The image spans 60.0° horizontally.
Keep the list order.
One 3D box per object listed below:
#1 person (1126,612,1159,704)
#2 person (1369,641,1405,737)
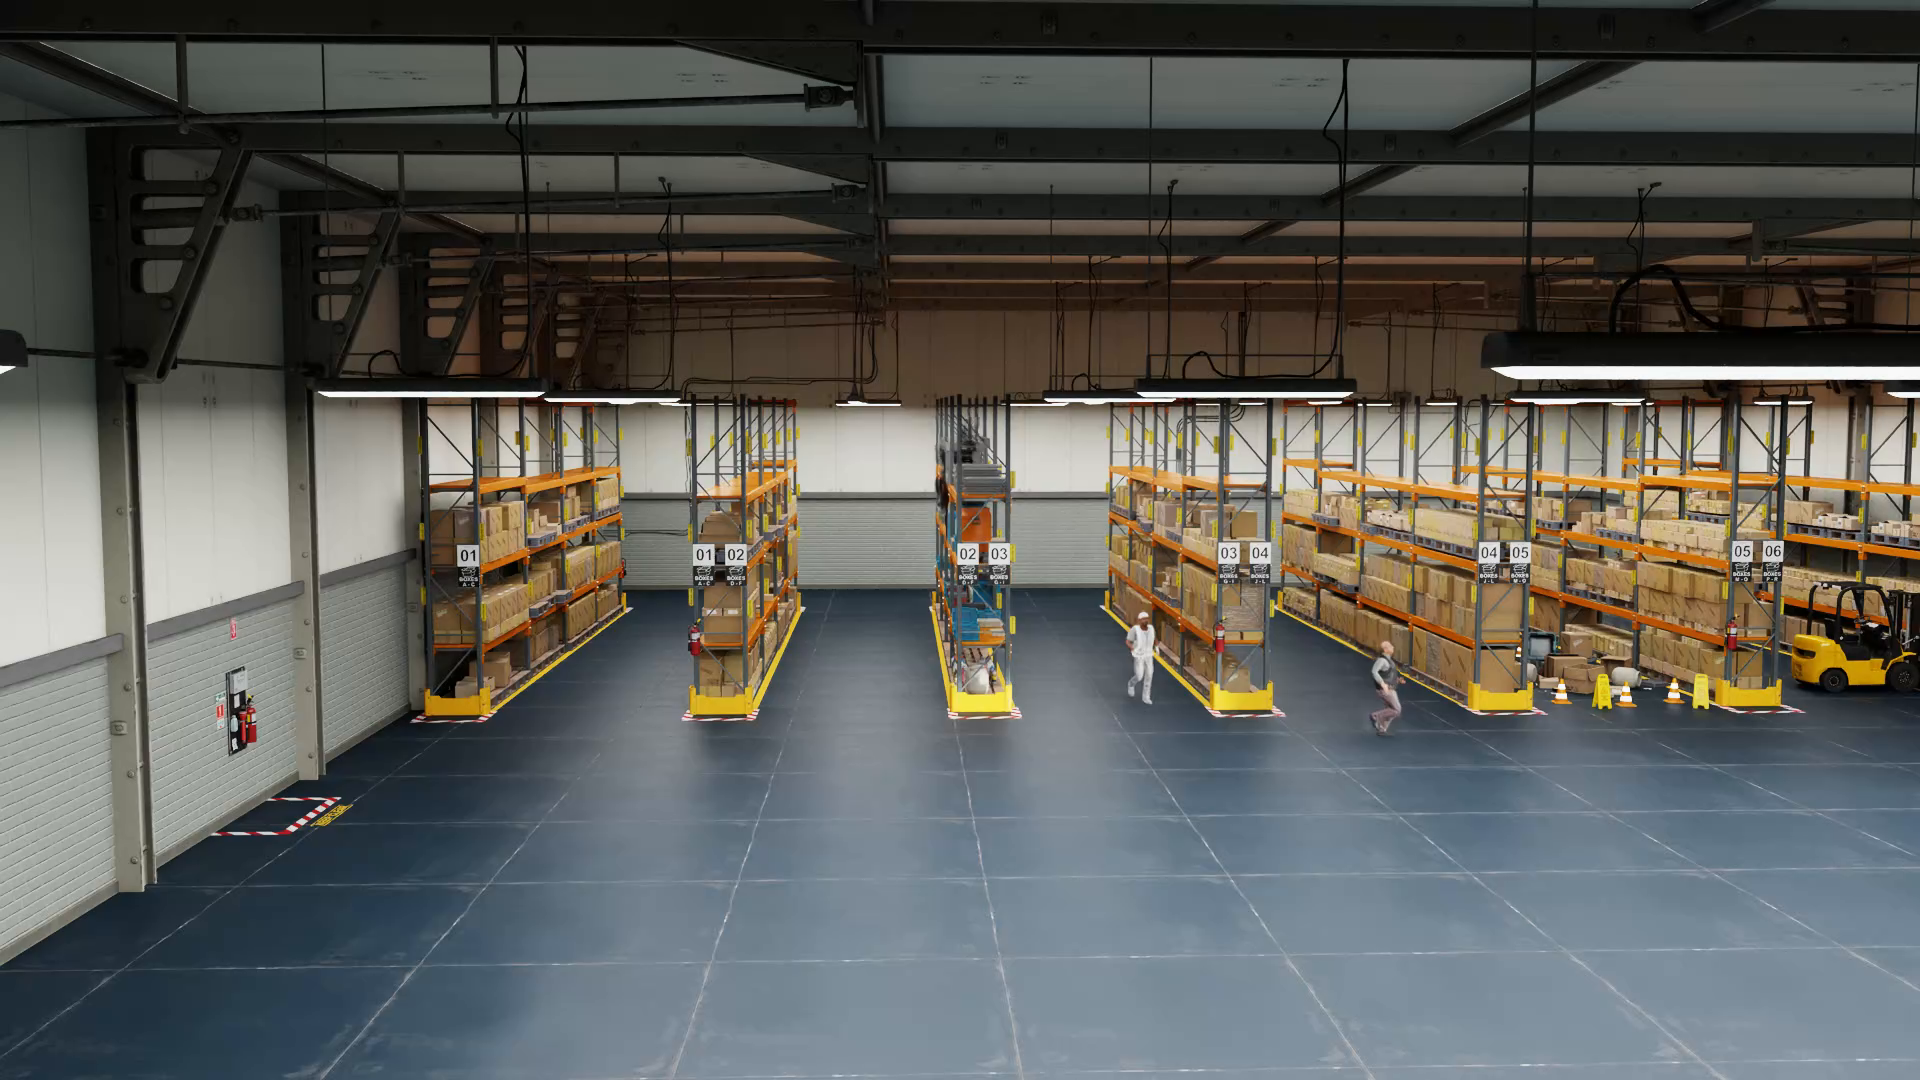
[{"bbox_3d":[3.575,2.284,32.570,0.709,1.775,0.770,-2,5,-19],"label":"person"},{"bbox_3d":[7.460,2.609,29.021,0.575,1.678,0.675,2,5,26],"label":"person"}]
